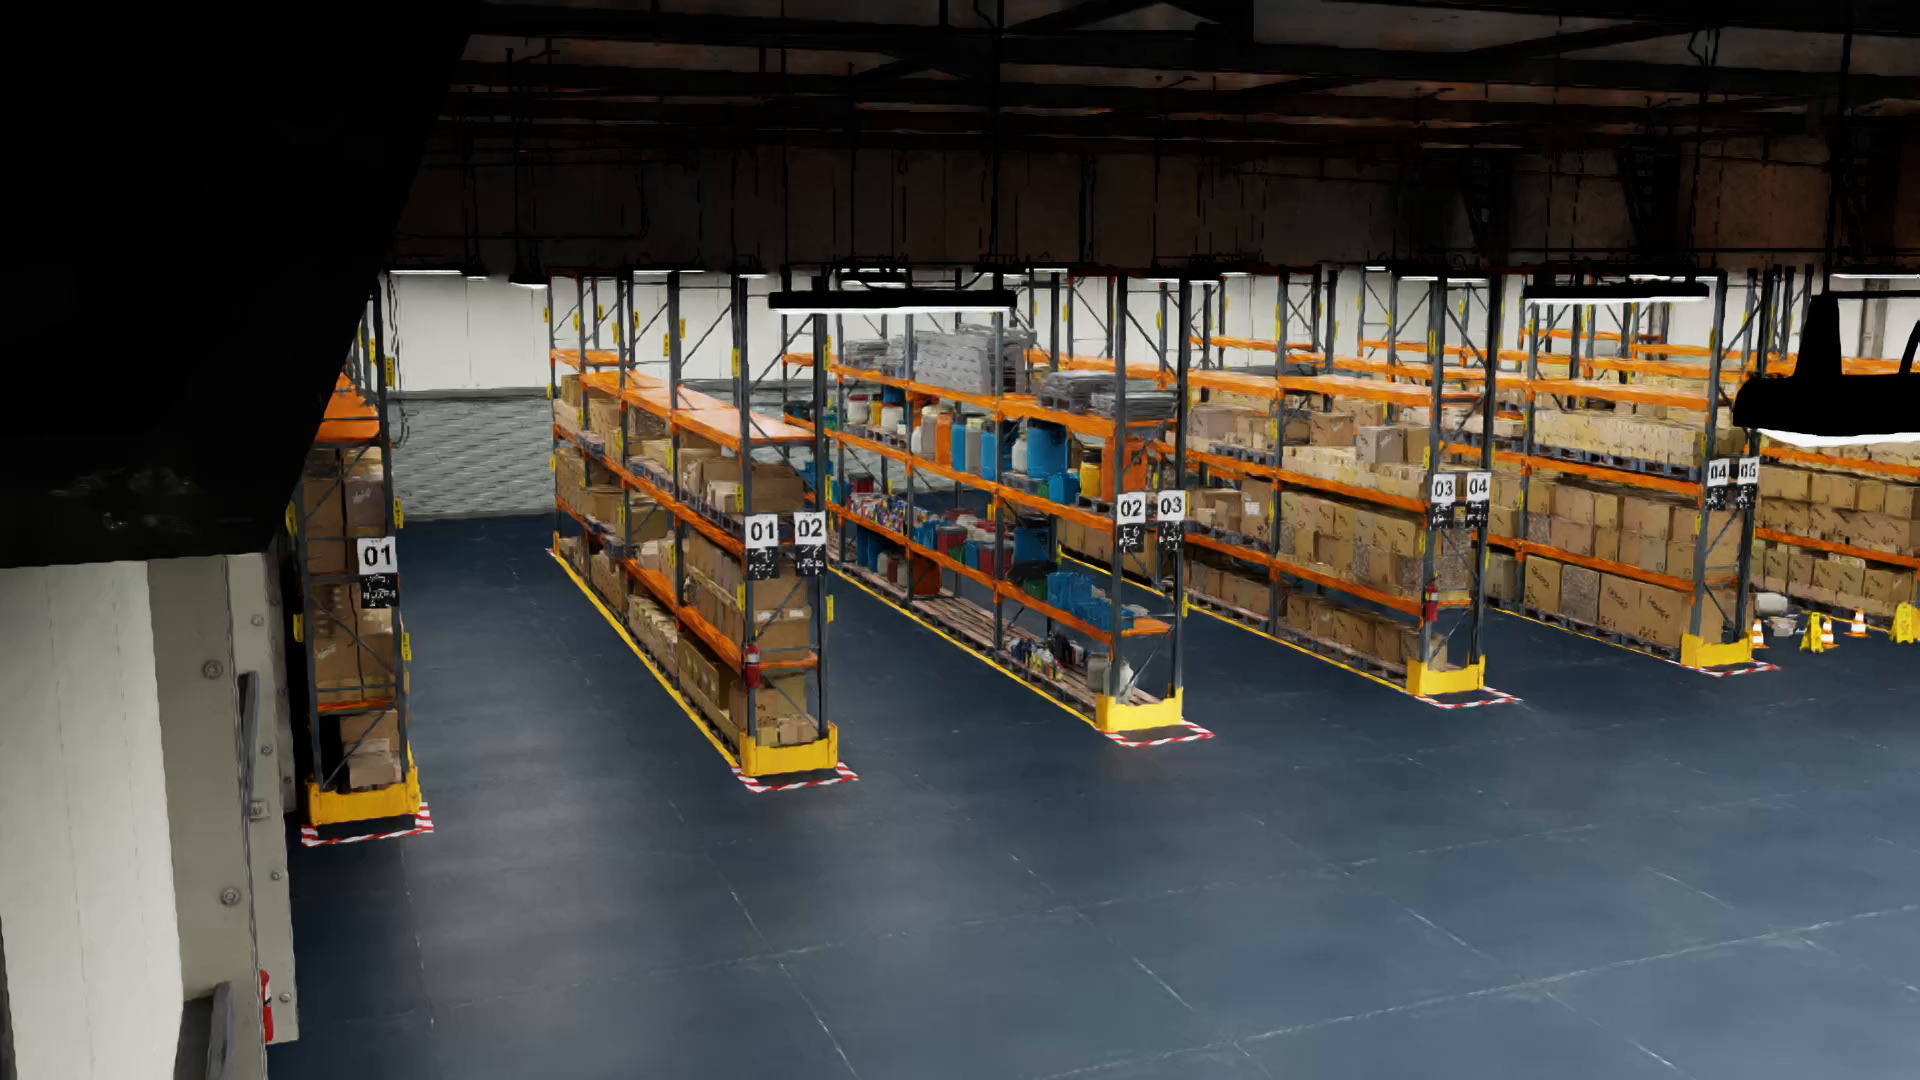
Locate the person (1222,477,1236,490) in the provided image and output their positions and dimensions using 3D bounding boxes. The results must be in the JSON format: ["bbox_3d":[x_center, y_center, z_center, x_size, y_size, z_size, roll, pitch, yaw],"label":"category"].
[{"bbox_3d":[6.848,-1.850,42.403,0.630,1.659,0.450,7,12,36],"label":"person"}]

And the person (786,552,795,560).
[{"bbox_3d":[-3.130,-0.013,31.758,0.543,1.700,1.119,-4,11,-23],"label":"person"}]
